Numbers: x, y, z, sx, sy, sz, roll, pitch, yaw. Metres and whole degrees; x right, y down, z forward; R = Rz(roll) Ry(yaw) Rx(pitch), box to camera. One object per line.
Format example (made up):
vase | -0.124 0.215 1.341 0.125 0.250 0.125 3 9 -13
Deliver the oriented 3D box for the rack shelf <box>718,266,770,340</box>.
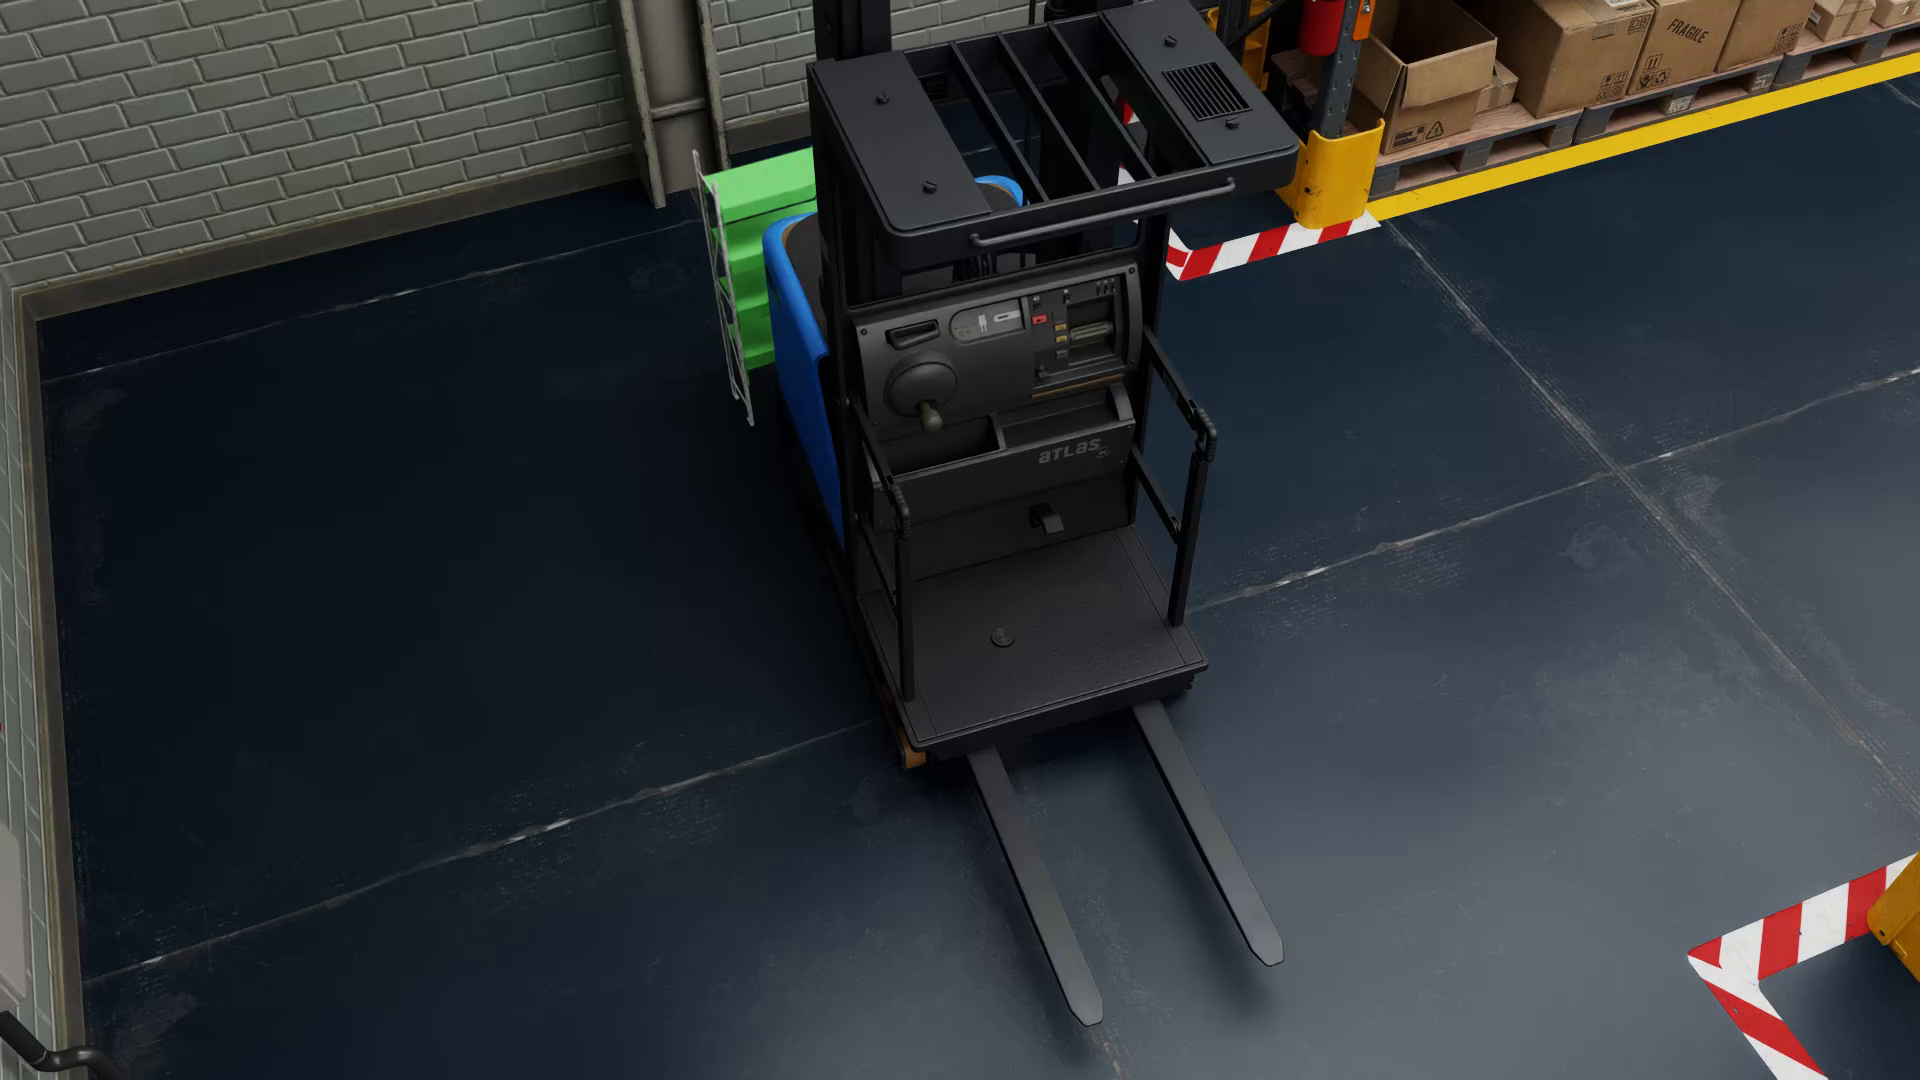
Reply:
rack shelf | -0.713 -1.007 6.738 0.480 0.148 0.258 -19 48 -16

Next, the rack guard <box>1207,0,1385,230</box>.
rack guard | 1.572 -2.073 8.041 0.348 0.500 1.175 -17 52 -14

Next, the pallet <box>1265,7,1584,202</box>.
pallet | 2.310 -2.208 8.348 1.213 0.211 1.003 -17 52 -14

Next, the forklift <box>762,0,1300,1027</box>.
forklift | 0.204 -0.504 5.092 1.130 2.935 3.031 -15 51 -12

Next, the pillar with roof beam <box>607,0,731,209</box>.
pillar with roof beam | 0.293 -1.656 2.081 0.400 9.000 9.100 -17 52 -14

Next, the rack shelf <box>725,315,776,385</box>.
rack shelf | -0.707 -0.841 6.911 0.480 0.148 0.258 -19 48 -16

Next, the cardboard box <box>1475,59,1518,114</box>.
cardboard box | 2.512 -2.277 8.171 0.250 0.149 0.380 -19 52 -16

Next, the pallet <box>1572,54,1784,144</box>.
pallet | 3.438 -2.555 8.646 1.213 0.211 1.003 -17 52 -14

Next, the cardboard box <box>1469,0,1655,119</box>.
cardboard box | 2.910 -2.515 8.144 0.500 0.500 0.700 -15 51 -13

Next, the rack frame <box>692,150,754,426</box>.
rack frame | -0.936 -0.974 6.625 0.015 1.200 0.240 -19 48 -16

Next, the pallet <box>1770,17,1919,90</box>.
pallet | 4.569 -2.908 8.949 1.213 0.211 1.003 -17 52 -14

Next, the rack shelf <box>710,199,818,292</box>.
rack shelf | -0.720 -1.174 6.566 0.480 0.148 0.258 -19 48 -16

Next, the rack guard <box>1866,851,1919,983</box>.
rack guard | 3.360 1.441 5.024 0.348 0.500 1.175 -17 52 -14

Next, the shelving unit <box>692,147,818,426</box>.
shelving unit | -0.715 -1.052 6.693 0.503 1.200 0.258 -19 48 -16

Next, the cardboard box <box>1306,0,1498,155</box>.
cardboard box | 2.104 -2.298 7.956 0.637 0.503 0.797 -19 52 -16

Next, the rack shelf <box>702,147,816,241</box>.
rack shelf | -0.726 -1.341 6.393 0.480 0.148 0.258 -19 48 -16

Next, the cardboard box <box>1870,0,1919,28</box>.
cardboard box | 4.800 -2.855 8.667 0.250 0.149 0.380 -19 52 -15

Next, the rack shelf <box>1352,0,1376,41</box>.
rack shelf | 3.353 -3.205 7.840 4.000 0.370 1.077 -17 52 -14

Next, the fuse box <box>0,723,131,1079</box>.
fuse box | -2.488 1.156 4.470 0.414 1.711 0.539 -17 52 -14

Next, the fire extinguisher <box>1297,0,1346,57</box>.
fire extinguisher | 1.540 -2.352 6.930 0.183 0.674 0.296 -17 52 -14

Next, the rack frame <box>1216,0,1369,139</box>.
rack frame | 1.502 -2.865 7.074 0.127 3.000 1.000 -17 52 -14

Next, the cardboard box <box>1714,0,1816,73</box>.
cardboard box | 3.871 -2.812 8.400 0.500 0.500 0.700 -19 52 -16

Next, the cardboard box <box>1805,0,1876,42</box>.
cardboard box | 4.470 -2.790 8.535 0.258 0.266 0.396 -16 51 -13

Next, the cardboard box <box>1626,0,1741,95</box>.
cardboard box | 3.437 -2.596 8.214 0.500 0.500 0.500 -16 51 -14
